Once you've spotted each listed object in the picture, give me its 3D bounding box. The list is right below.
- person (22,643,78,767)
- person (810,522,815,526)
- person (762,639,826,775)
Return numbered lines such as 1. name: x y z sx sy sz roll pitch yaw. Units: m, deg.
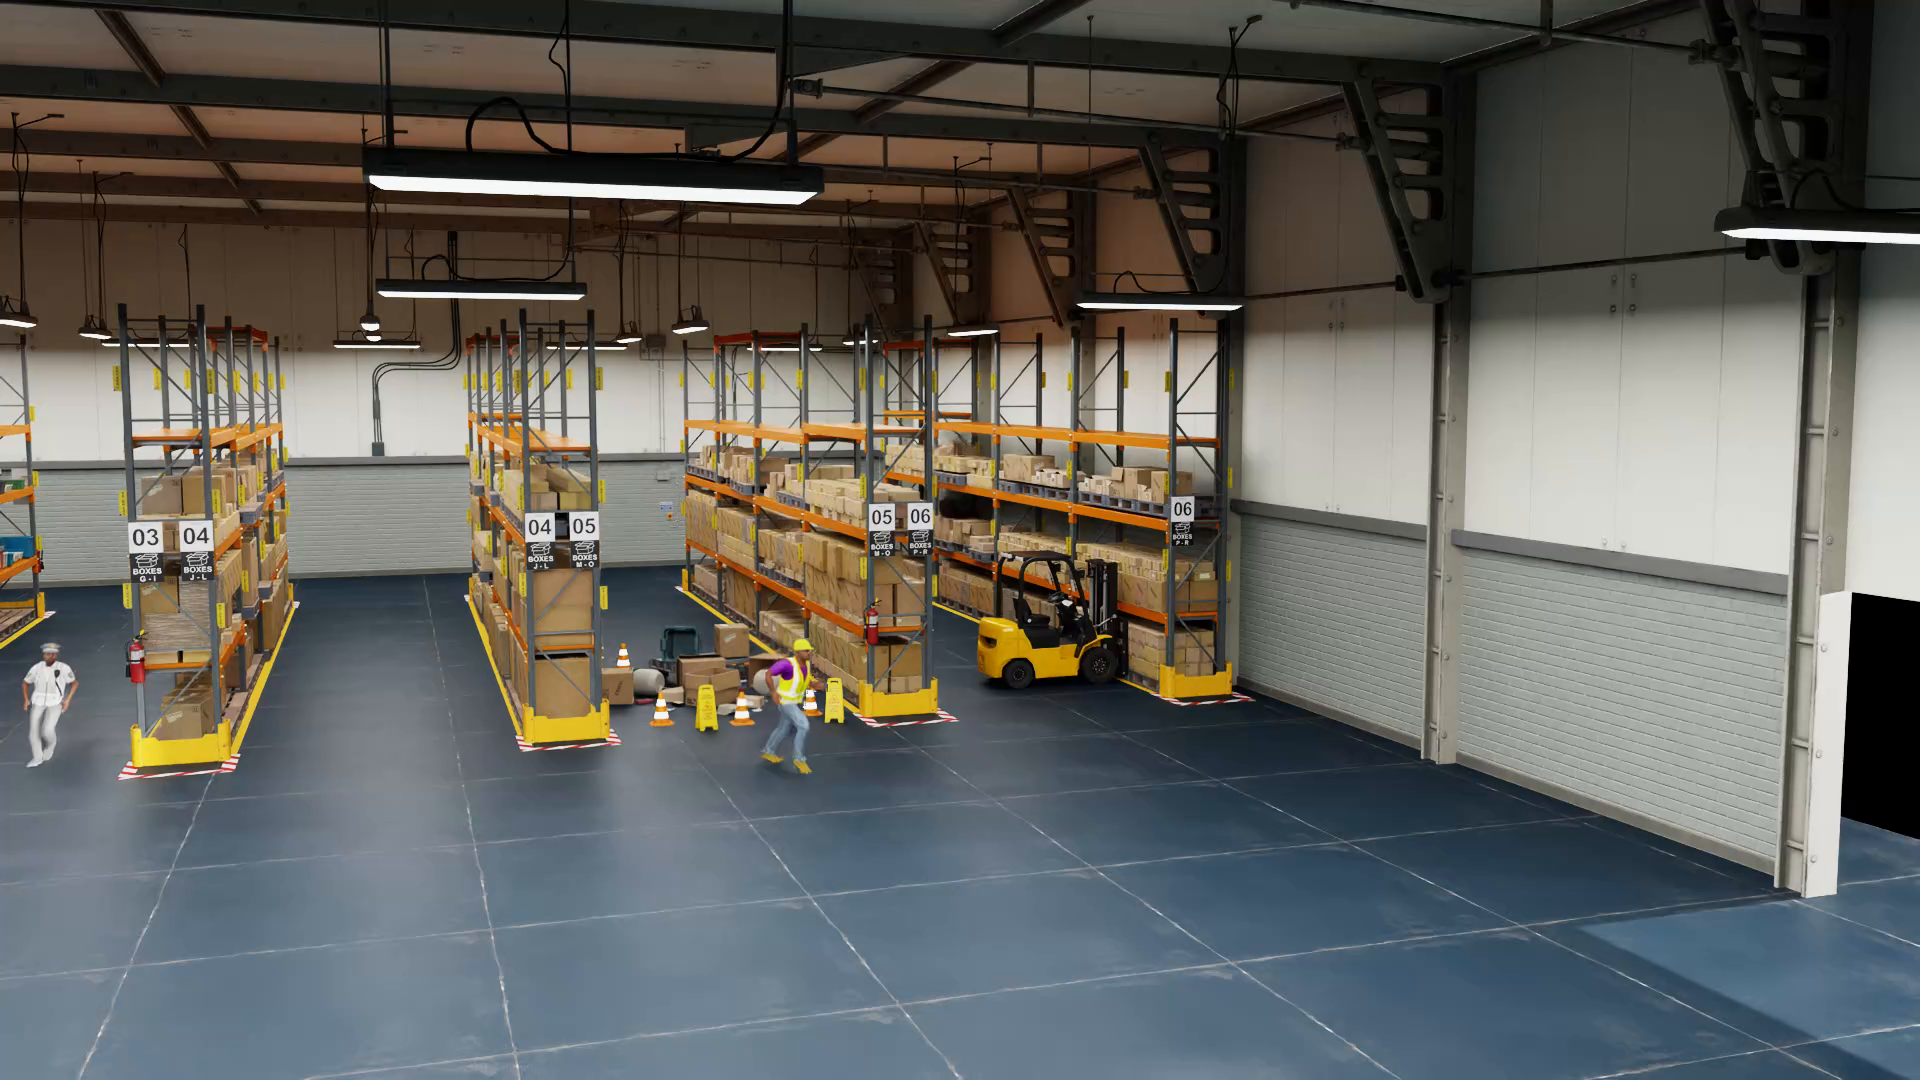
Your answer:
1. person: -11.869 2.144 21.651 0.636 1.623 0.500 -1 6 -13
2. person: -3.646 0.193 38.802 0.663 1.797 1.014 -2 6 -17
3. person: -2.212 2.131 21.453 0.900 1.758 0.714 3 6 28
